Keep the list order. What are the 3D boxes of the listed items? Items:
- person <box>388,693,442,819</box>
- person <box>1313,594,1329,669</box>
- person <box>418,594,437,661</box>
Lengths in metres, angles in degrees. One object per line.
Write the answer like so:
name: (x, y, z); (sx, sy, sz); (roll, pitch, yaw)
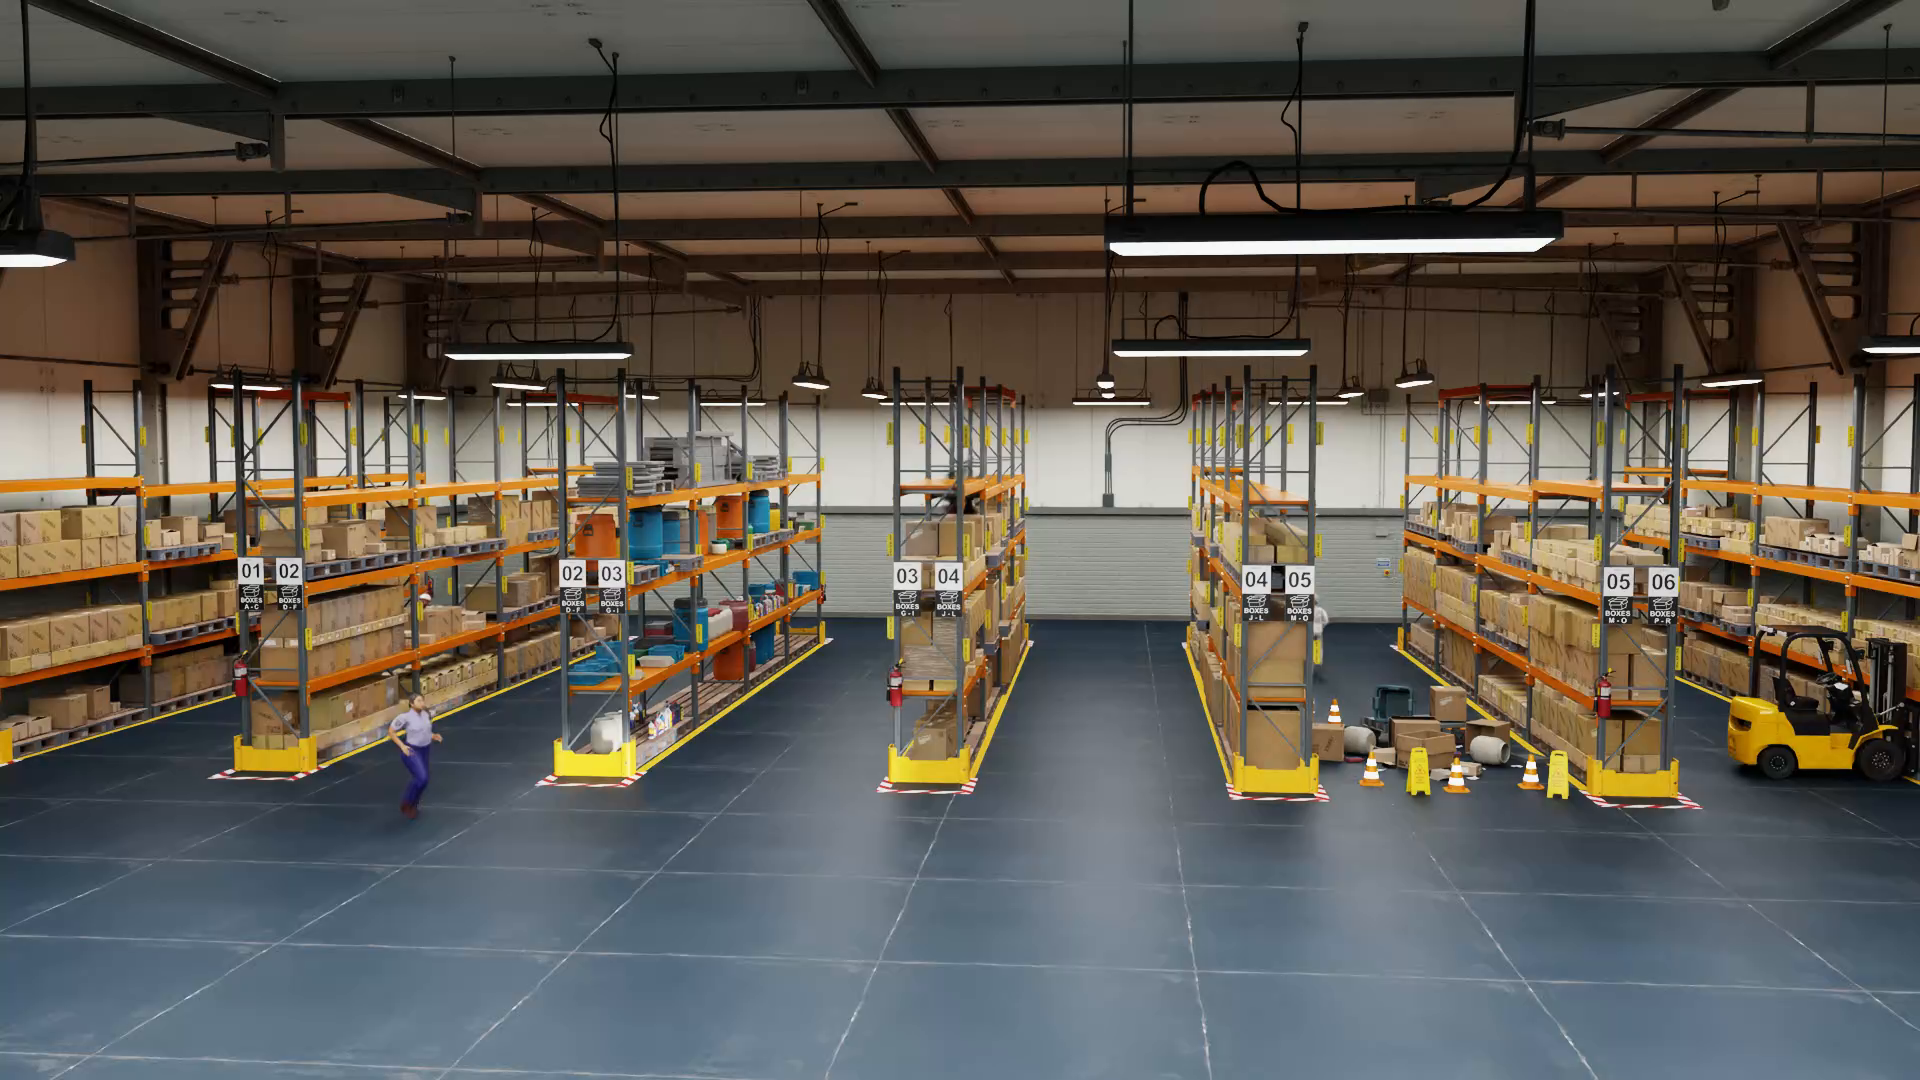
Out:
person: (-7.129, 2.841, 21.867); (0.648, 1.630, 0.579); (2, 4, 23)
person: (7.541, 1.995, 35.372); (0.596, 1.691, 0.991); (0, 4, 5)
person: (-11.034, 1.991, 34.485); (0.656, 1.772, 0.800); (1, 4, 10)
